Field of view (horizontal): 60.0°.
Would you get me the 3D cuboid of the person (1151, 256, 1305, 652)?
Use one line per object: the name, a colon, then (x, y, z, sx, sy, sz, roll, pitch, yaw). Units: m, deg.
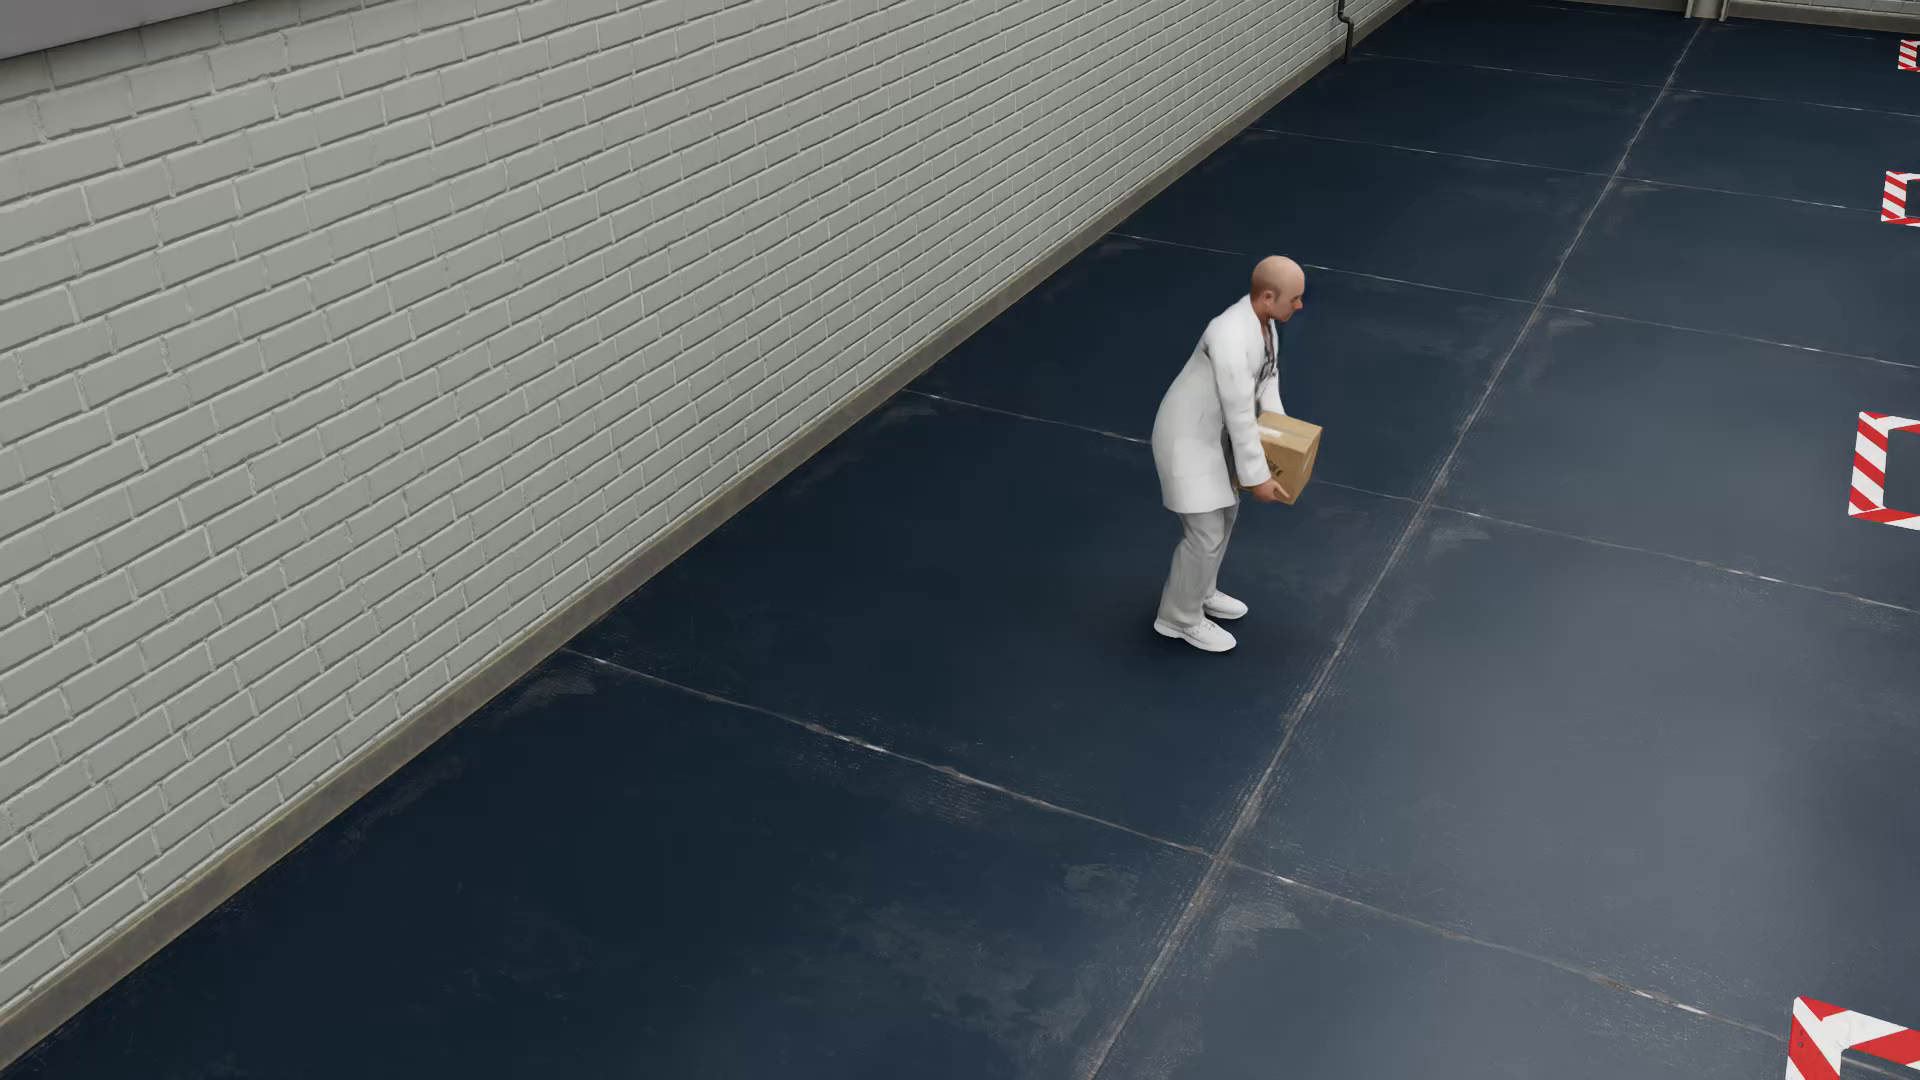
person: (1.101, -0.359, 6.839, 0.618, 1.720, 0.537, 14, 32, 22)
